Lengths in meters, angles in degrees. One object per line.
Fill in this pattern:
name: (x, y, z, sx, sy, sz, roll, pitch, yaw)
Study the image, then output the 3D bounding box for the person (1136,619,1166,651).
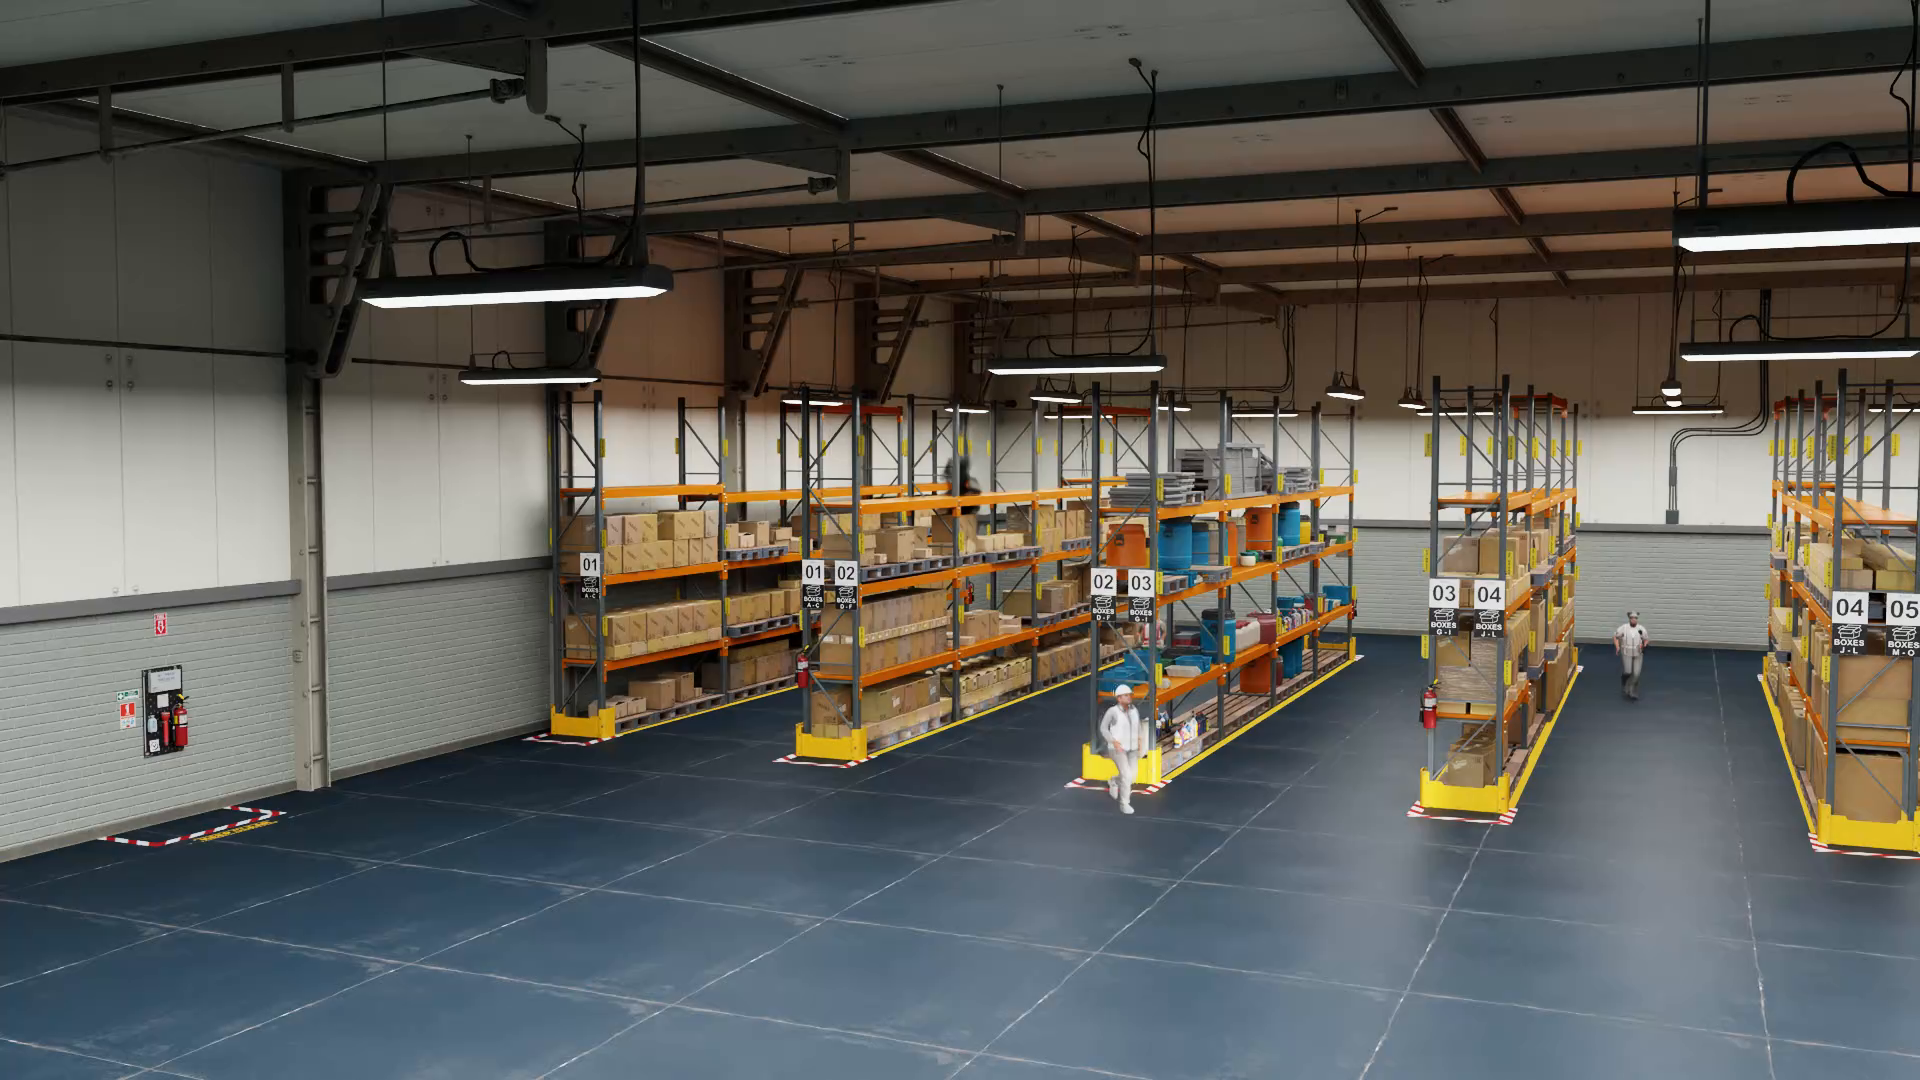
person: (3.958, 2.224, 34.446, 0.649, 1.740, 0.601, 1, 3, 12)

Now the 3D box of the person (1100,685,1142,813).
person: (2.229, 2.868, 23.056, 0.690, 1.742, 0.683, -2, 4, -33)

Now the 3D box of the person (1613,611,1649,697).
person: (13.483, 2.288, 33.353, 0.657, 1.740, 0.586, 1, 3, 13)
